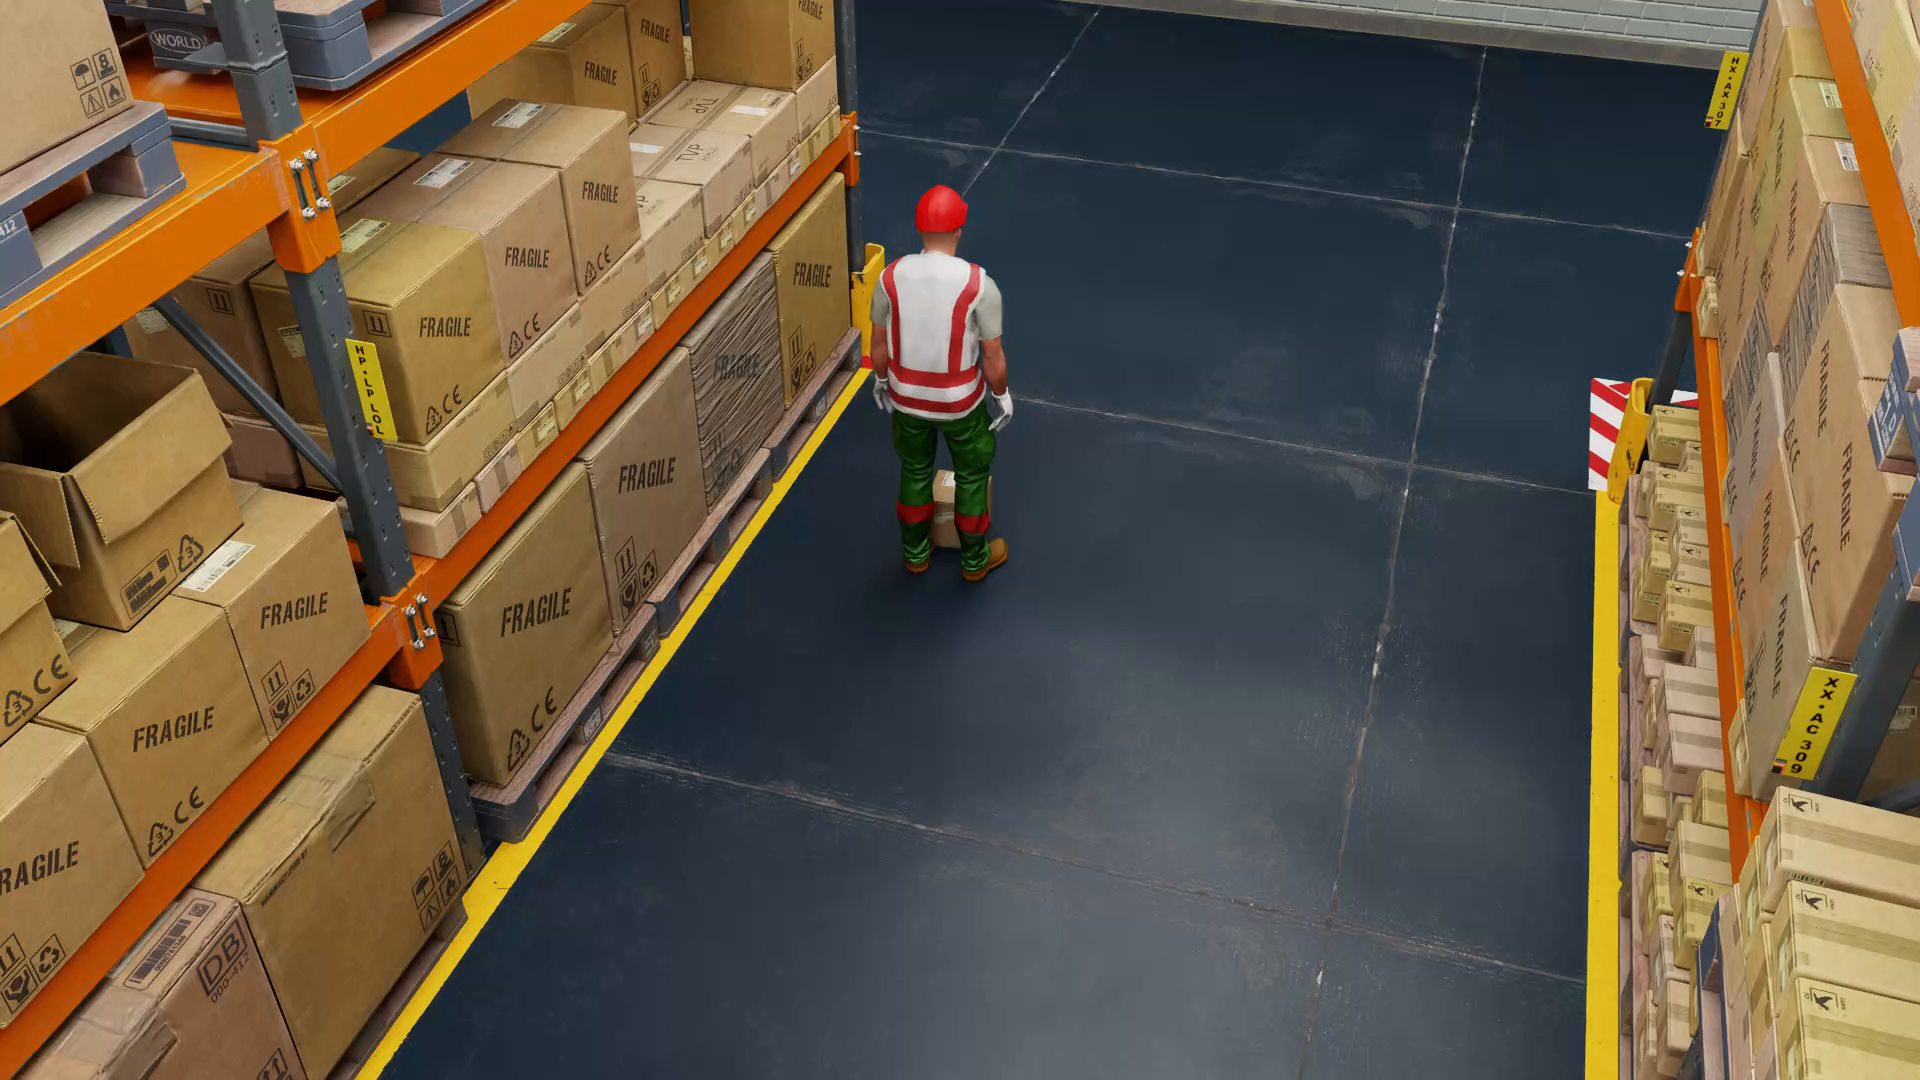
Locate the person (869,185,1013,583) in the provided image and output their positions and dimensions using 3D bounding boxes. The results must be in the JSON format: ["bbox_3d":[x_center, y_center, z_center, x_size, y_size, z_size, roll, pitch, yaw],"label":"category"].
[{"bbox_3d":[-4.853,1.937,3.539,7.255,1.779,11.425,10,38,14],"label":"person"}]
